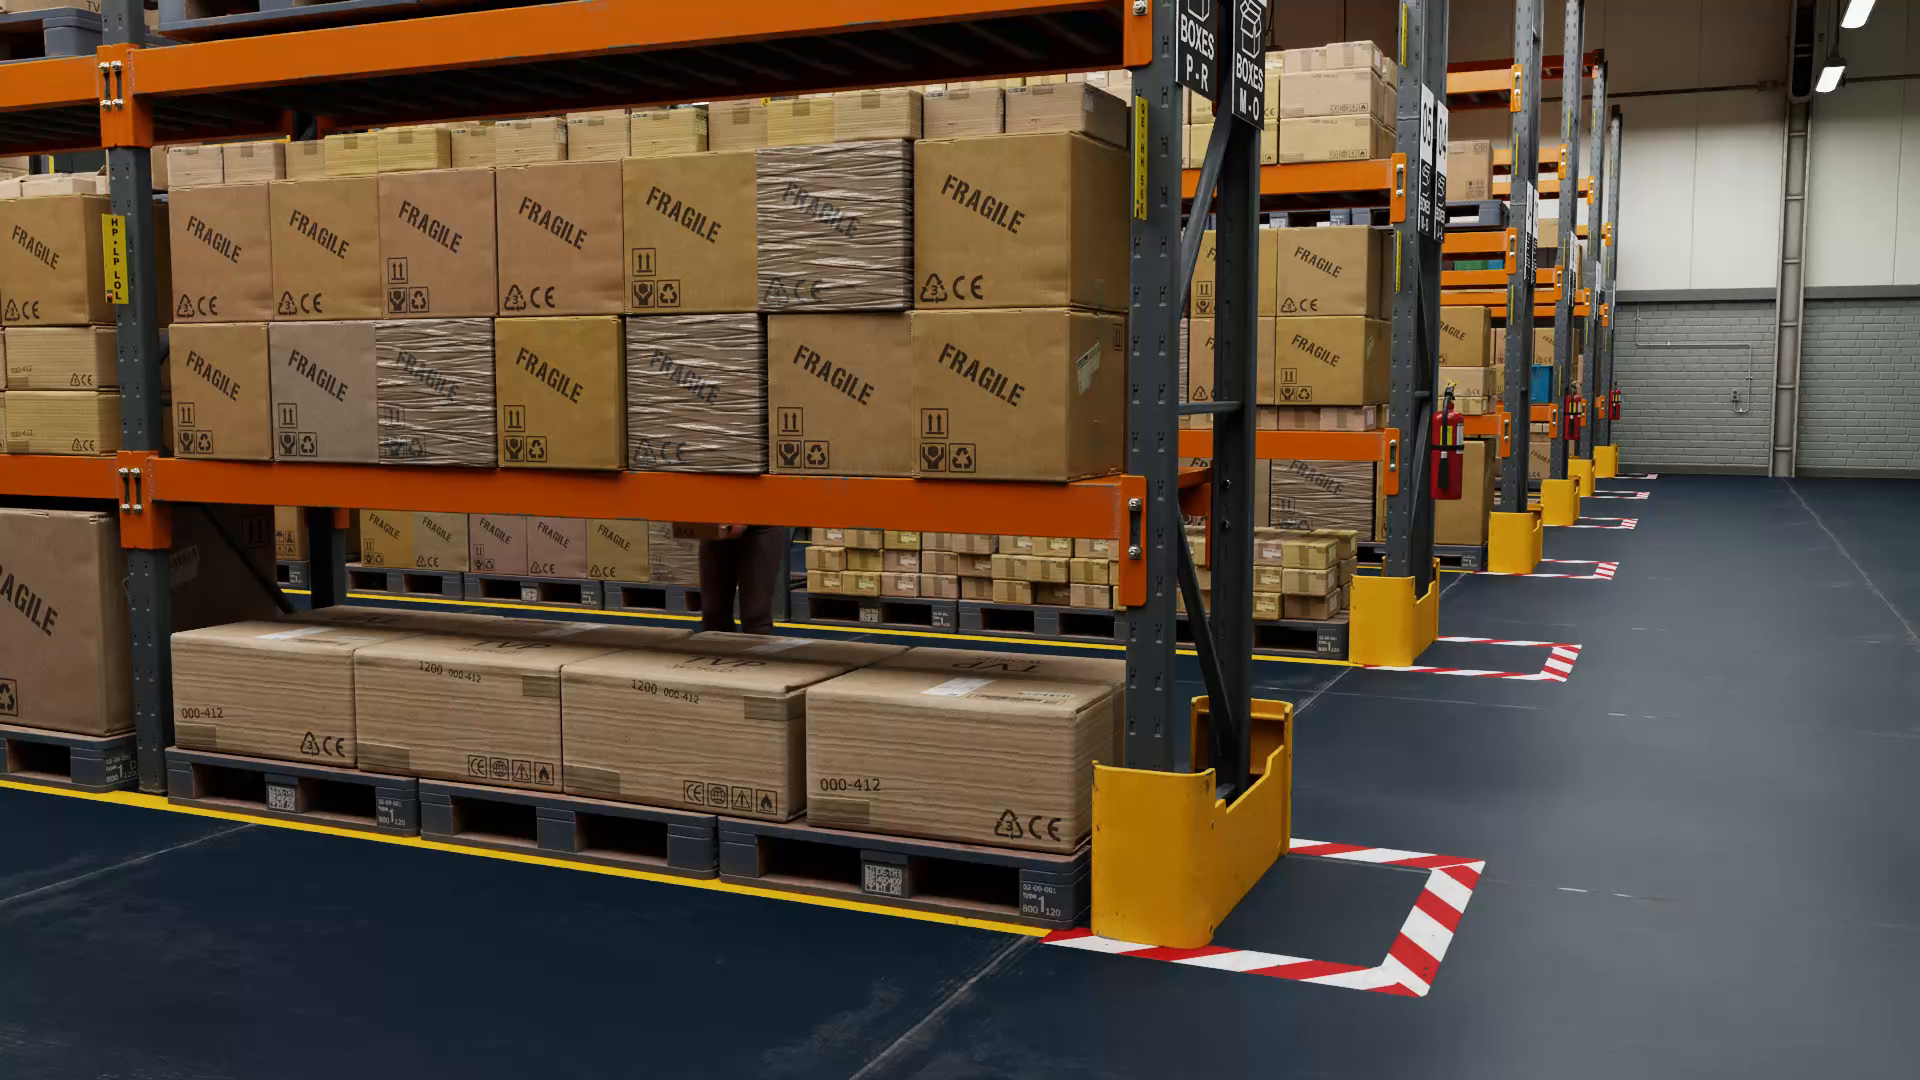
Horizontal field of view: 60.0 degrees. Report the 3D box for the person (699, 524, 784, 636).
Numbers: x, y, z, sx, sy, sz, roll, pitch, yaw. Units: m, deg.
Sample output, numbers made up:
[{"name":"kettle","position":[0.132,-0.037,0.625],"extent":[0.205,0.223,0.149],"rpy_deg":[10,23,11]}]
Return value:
[{"name":"person","position":[-1.069,-0.015,7.843],"extent":[0.495,1.718,0.555],"rpy_deg":[2,6,24]}]
